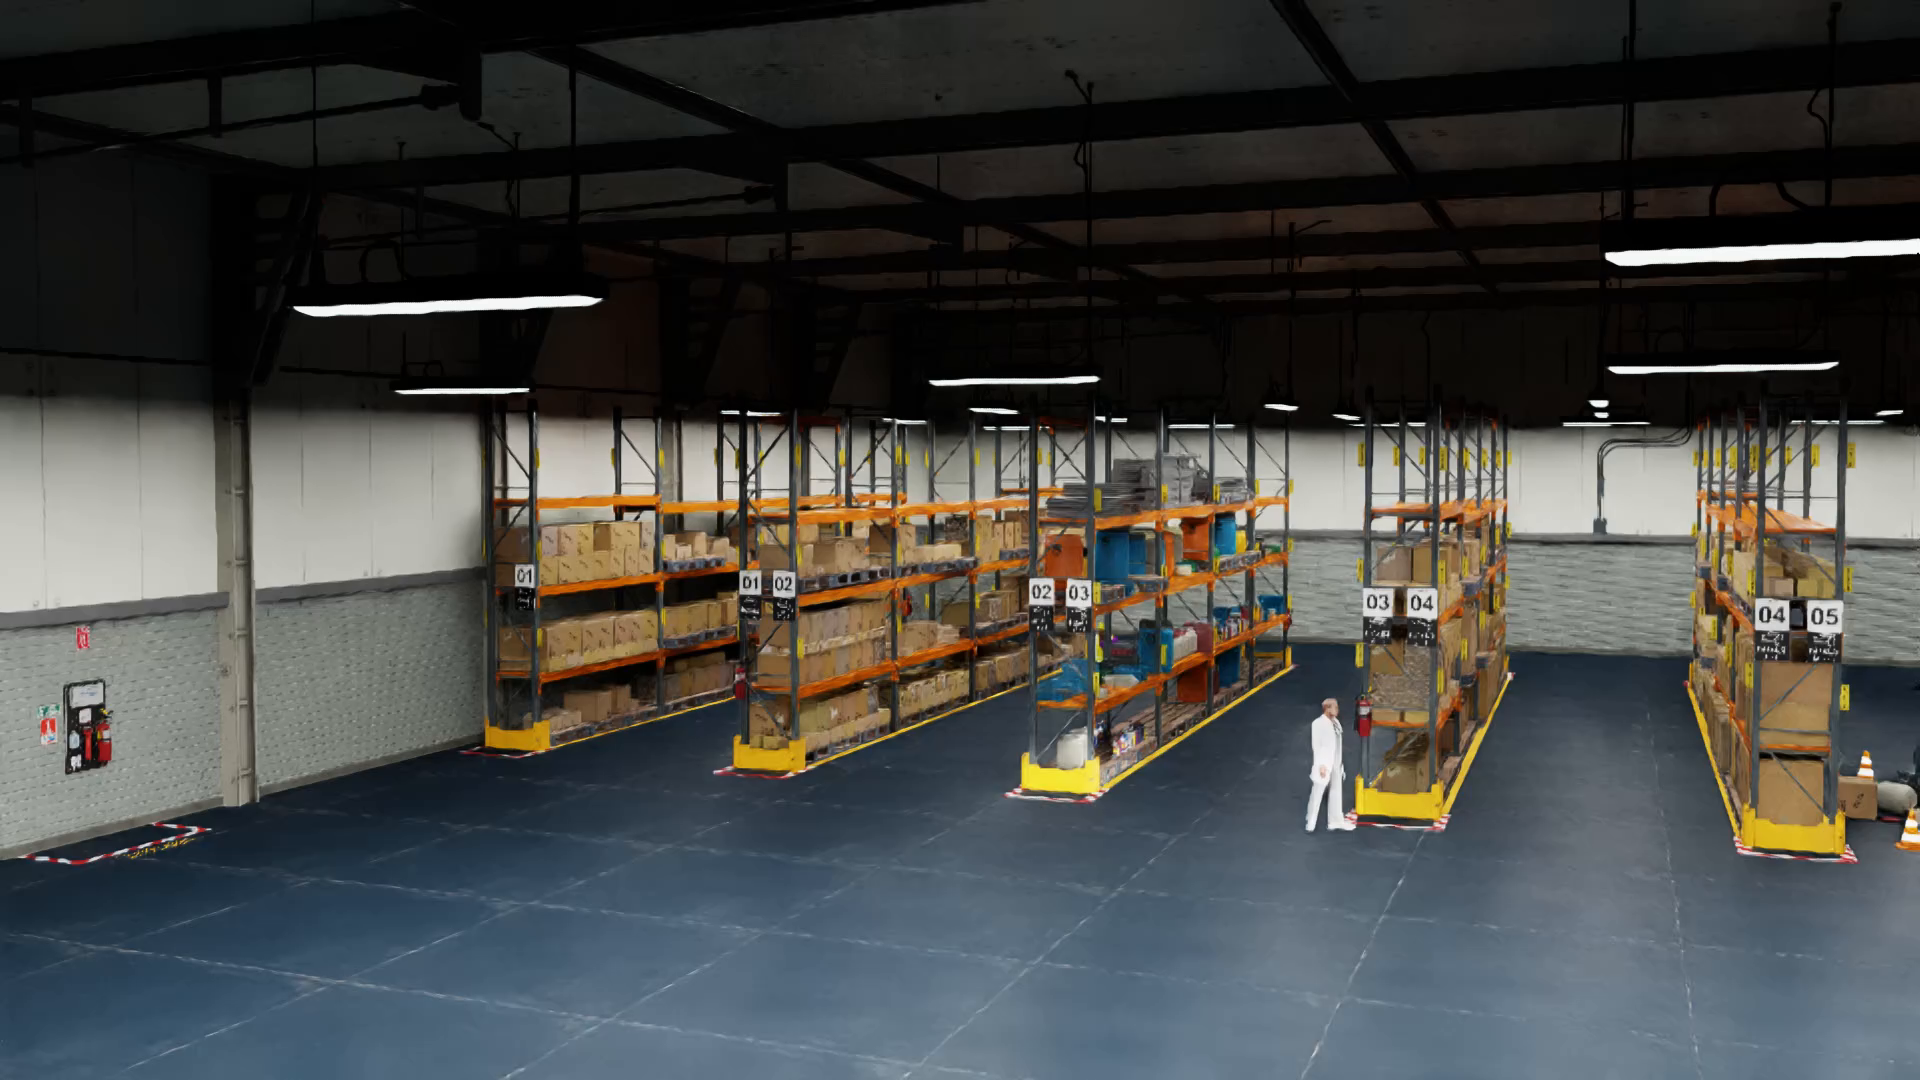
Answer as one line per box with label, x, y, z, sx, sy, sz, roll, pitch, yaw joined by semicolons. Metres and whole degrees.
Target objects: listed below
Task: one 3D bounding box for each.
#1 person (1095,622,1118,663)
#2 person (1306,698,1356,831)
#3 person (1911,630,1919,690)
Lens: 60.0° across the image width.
person;2.901;2.499;33.537;0.719;1.714;0.578;1;3;19
person;4.924;3.004;22.298;0.674;1.780;0.528;-2;4;-41
person;20.919;2.385;35.831;0.700;1.718;0.555;0;3;-5
